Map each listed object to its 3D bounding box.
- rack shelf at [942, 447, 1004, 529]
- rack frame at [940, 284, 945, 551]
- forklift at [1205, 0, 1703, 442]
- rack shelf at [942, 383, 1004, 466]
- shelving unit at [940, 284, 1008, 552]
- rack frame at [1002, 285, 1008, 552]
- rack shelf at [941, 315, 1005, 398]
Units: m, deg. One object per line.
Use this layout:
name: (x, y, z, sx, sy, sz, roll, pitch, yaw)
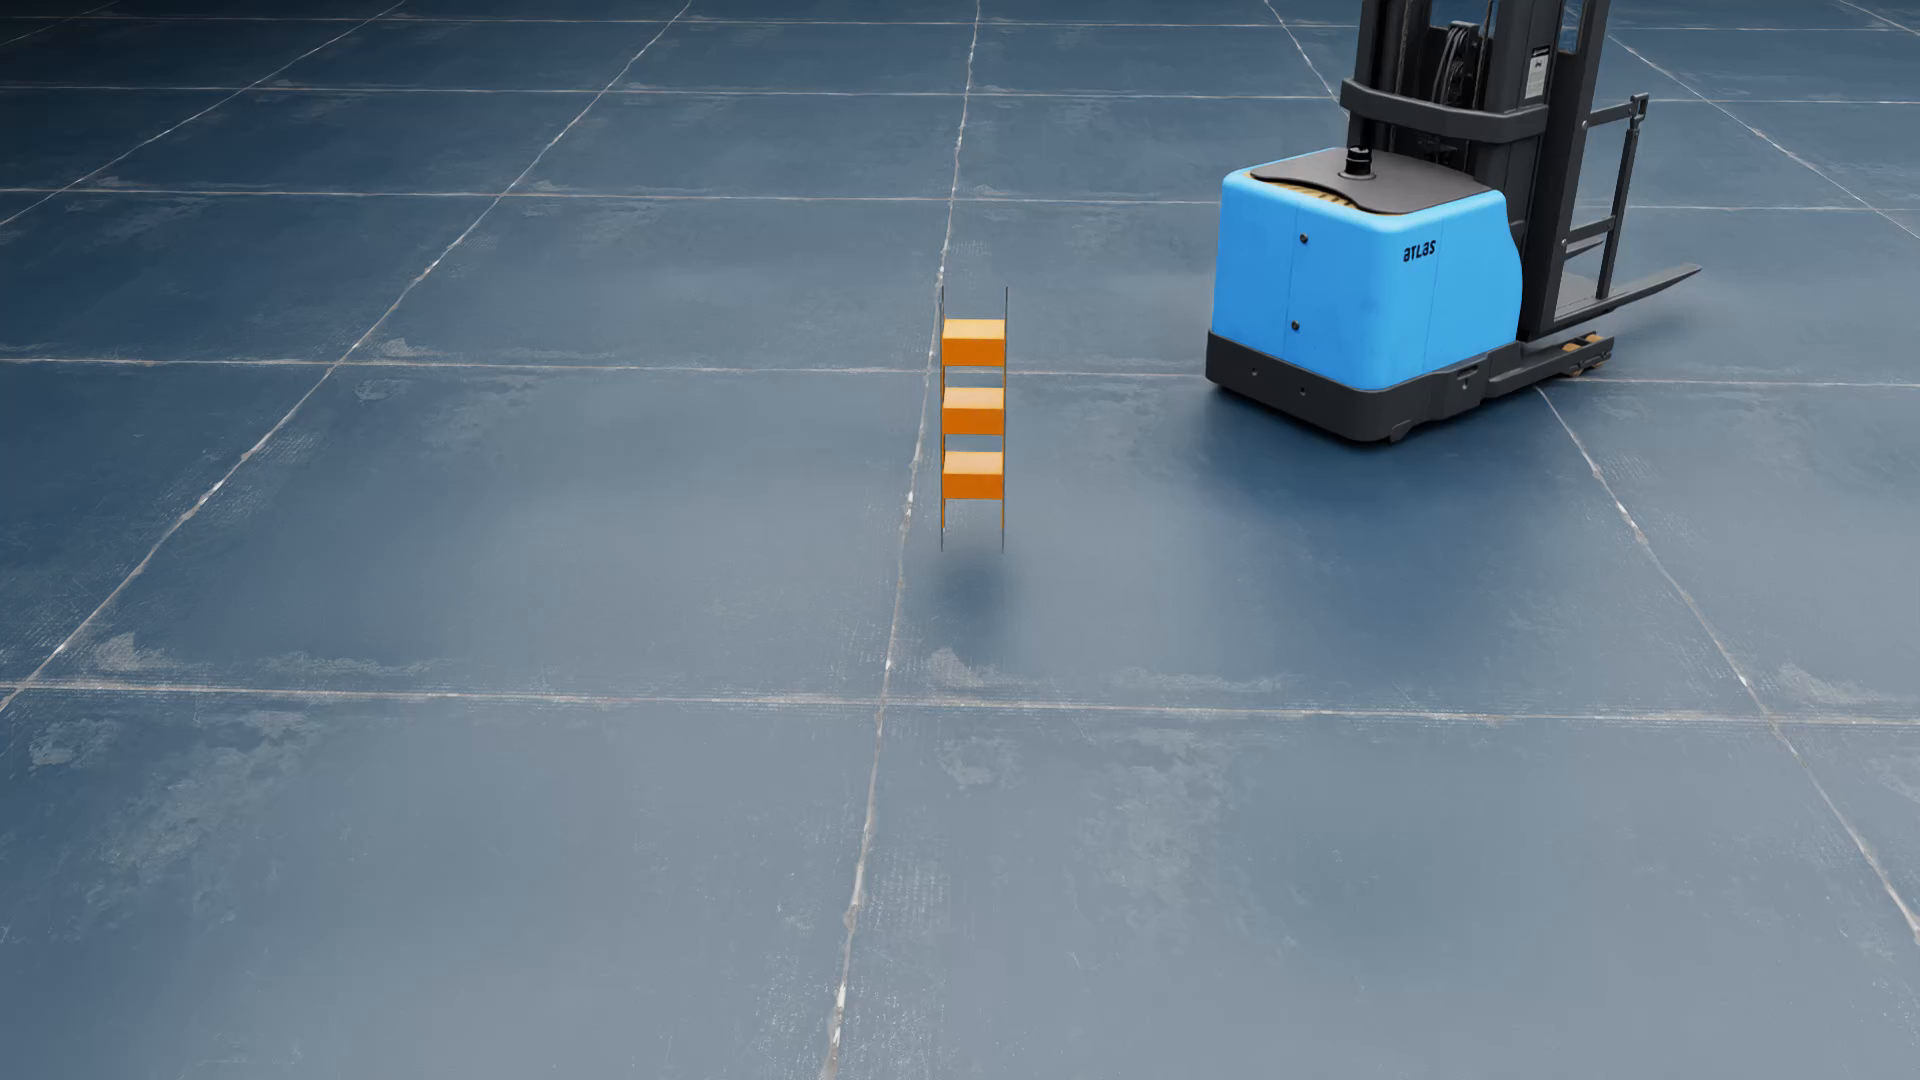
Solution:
rack shelf: (0.053, -0.208, 6.638, 0.240, 0.259, 0.215, 1, 28, 2)
rack frame: (-0.068, -0.465, 6.506, 0.008, 1.050, 0.200, 1, 28, 2)
forklift: (2.667, -2.281, 7.923, 3.031, 2.935, 1.130, -20, 34, -33)
rack shelf: (0.053, -0.454, 6.507, 0.240, 0.259, 0.215, 1, 28, 2)
shelving unit: (0.053, -0.463, 6.502, 0.252, 1.050, 0.215, 1, 28, 2)
rack frame: (0.175, -0.461, 6.499, 0.008, 1.050, 0.200, 1, 28, 2)
rack shelf: (0.053, -0.704, 6.374, 0.240, 0.259, 0.215, 1, 28, 2)
